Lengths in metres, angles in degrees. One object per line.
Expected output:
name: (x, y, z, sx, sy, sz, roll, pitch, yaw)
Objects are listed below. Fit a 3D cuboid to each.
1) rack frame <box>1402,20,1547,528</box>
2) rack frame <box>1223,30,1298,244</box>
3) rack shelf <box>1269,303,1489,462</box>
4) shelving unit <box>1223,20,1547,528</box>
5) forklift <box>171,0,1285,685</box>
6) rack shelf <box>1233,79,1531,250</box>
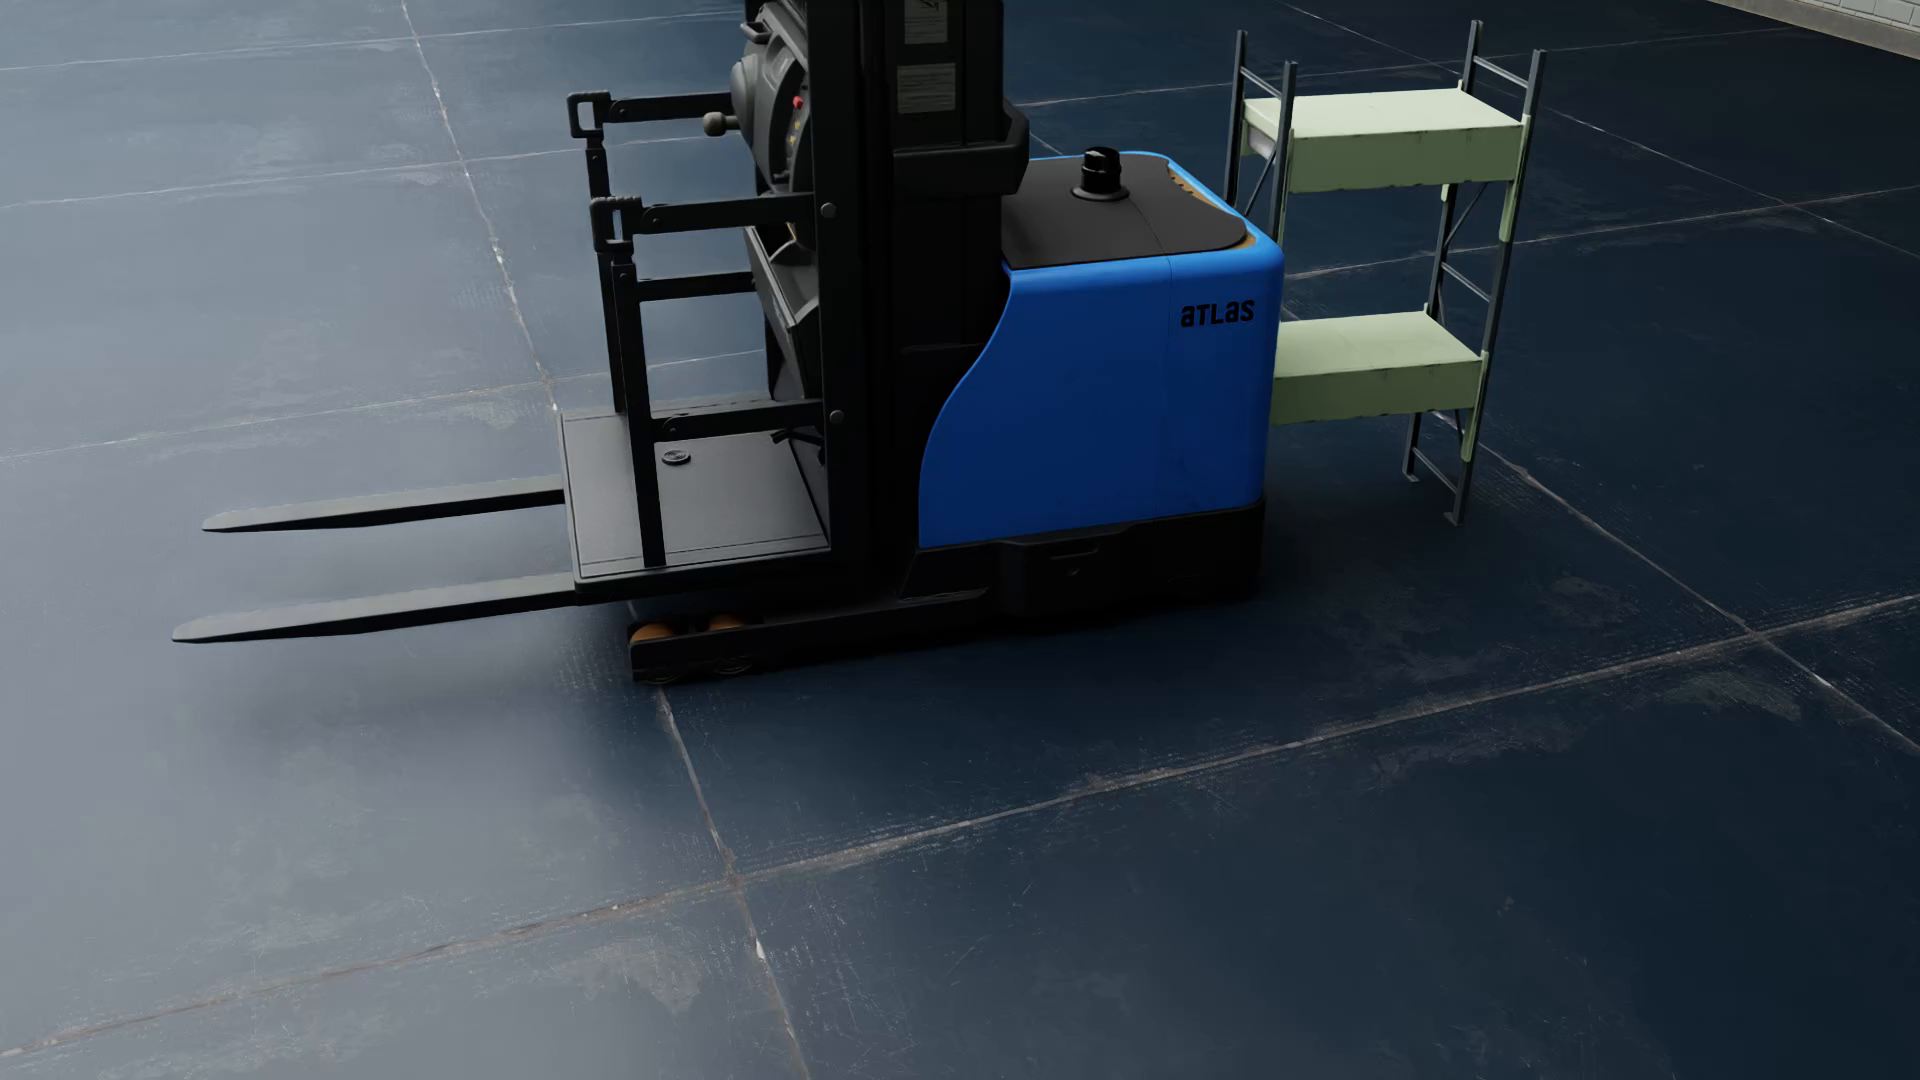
rack frame: (1.561, -0.789, 5.120, 0.023, 1.500, 0.400, -6, 30, -11)
rack frame: (0.845, -0.717, 4.983, 0.023, 1.500, 0.400, -6, 30, -11)
rack shelf: (1.201, -0.470, 5.213, 0.720, 0.370, 0.431, -6, 30, -11)
shelving unit: (1.203, -0.753, 5.052, 0.755, 1.500, 0.431, -6, 30, -11)
forklift: (-0.679, -1.167, 4.338, 3.031, 2.935, 1.130, -7, 30, -13)
rack shelf: (1.206, -1.093, 4.859, 0.720, 0.370, 0.431, -6, 30, -11)
